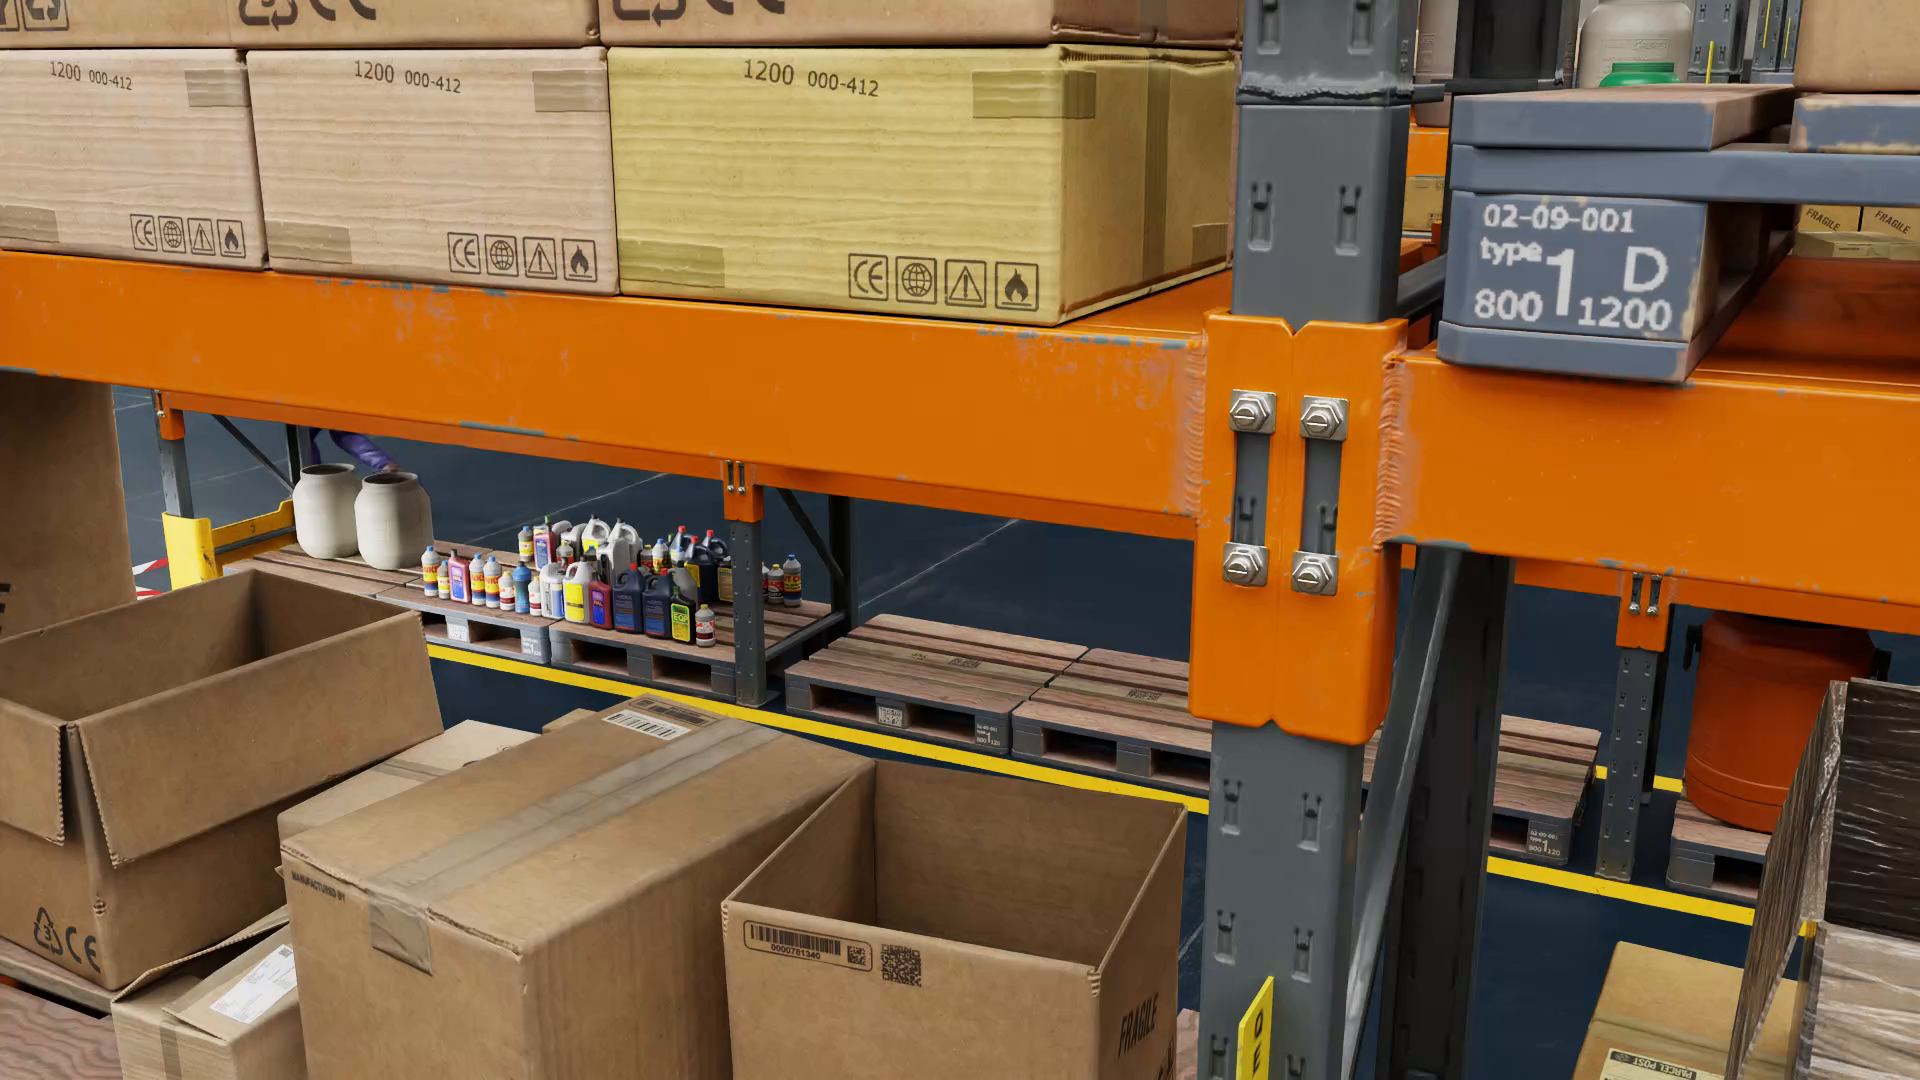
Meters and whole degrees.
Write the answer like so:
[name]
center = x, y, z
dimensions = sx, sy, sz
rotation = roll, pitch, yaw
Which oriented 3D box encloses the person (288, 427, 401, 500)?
[person]
center = -4.433, -1.029, 11.675
dimensions = 0.814, 1.616, 0.492
rotation = 5, 17, 16
